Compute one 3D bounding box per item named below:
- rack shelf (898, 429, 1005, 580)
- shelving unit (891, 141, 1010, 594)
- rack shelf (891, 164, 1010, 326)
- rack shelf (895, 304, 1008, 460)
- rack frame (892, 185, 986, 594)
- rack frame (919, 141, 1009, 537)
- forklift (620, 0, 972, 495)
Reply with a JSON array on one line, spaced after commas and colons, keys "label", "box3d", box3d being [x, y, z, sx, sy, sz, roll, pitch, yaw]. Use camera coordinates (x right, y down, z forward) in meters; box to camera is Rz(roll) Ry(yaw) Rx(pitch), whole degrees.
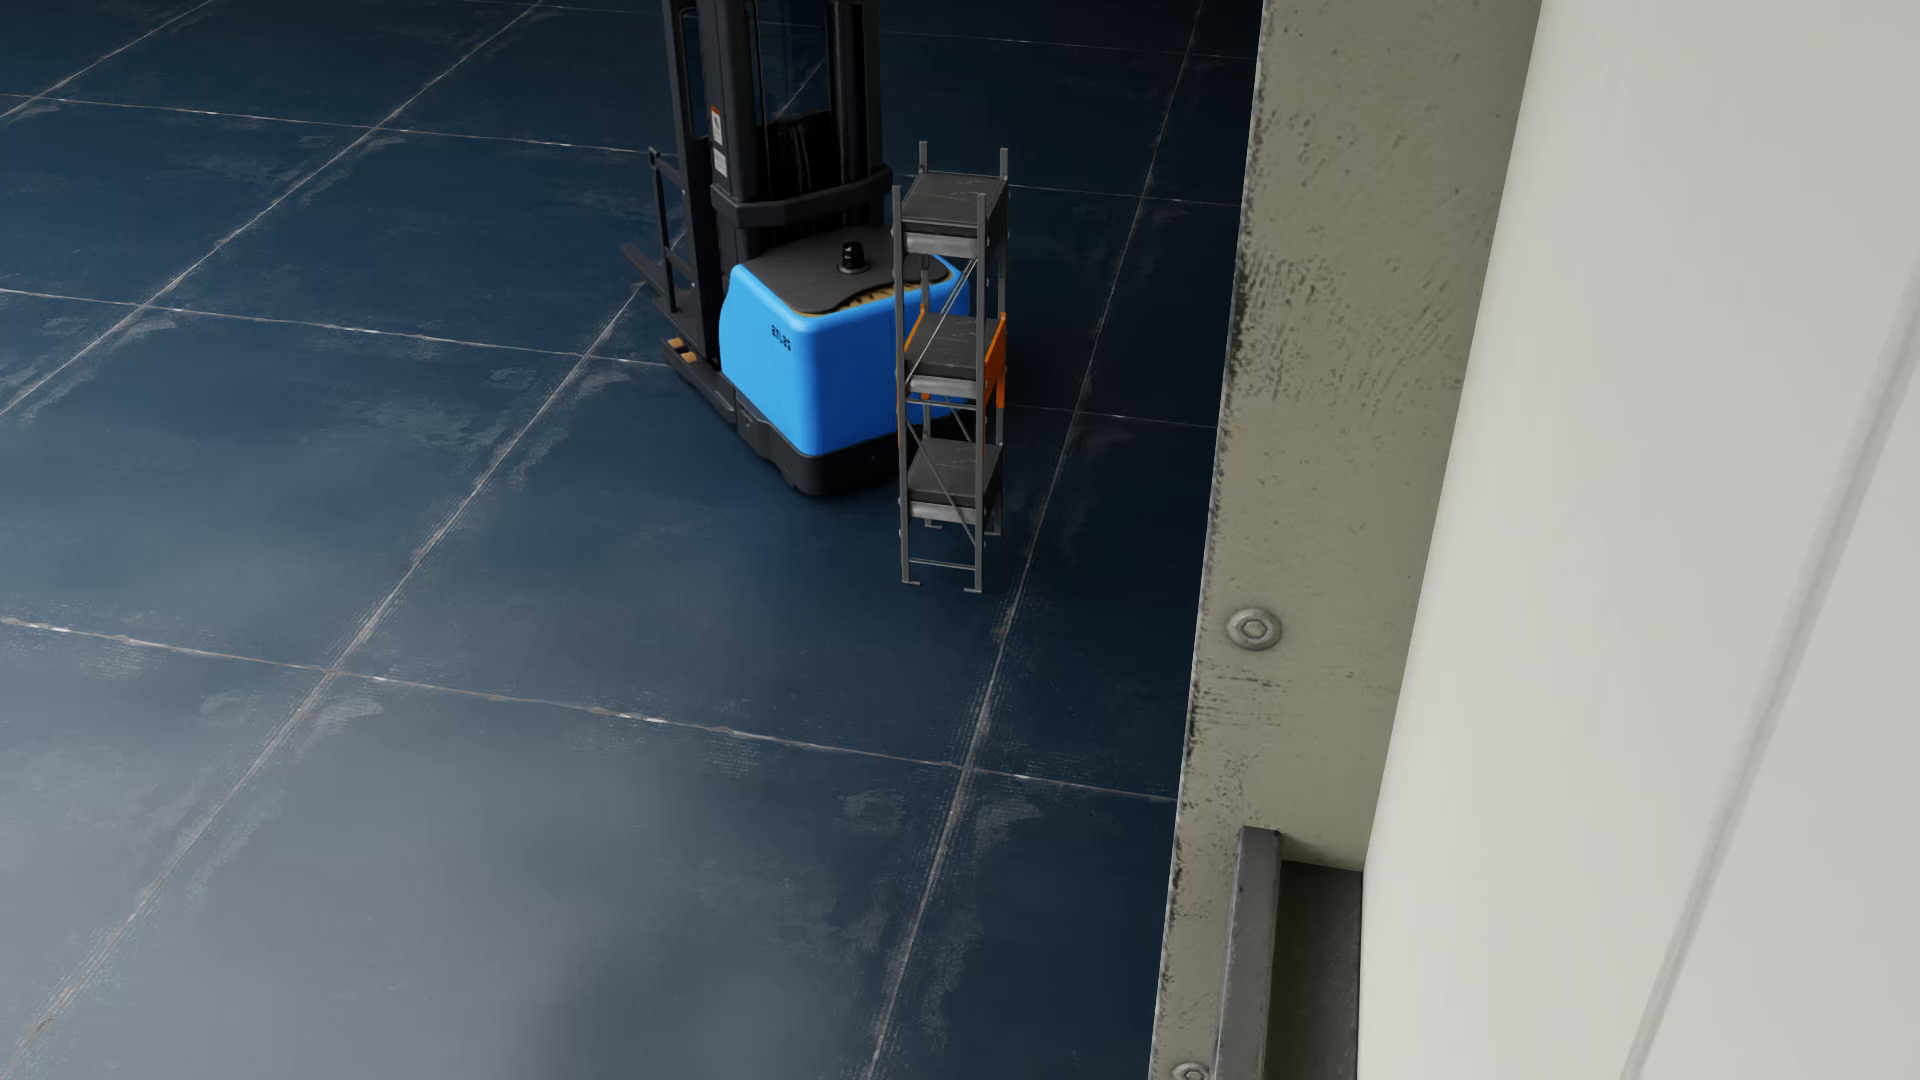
[{"label": "rack shelf", "box3d": [-0.035, -0.177, 8.192, 0.431, 0.518, 0.480, 7, 37, 10]}, {"label": "shelving unit", "box3d": [-0.035, -0.755, 7.773, 0.431, 2.100, 0.503, 7, 37, 10]}, {"label": "rack shelf", "box3d": [-0.035, -1.311, 7.370, 0.431, 0.518, 0.480, 7, 37, 10]}, {"label": "rack shelf", "box3d": [-0.035, -0.744, 7.781, 0.431, 0.518, 0.480, 7, 37, 10]}, {"label": "rack frame", "box3d": [-0.088, -0.615, 7.580, 0.400, 2.100, 0.015, 7, 37, 10]}, {"label": "rack frame", "box3d": [0.017, -0.895, 7.966, 0.400, 2.100, 0.015, 7, 37, 10]}, {"label": "forklift", "box3d": [-1.129, -2.259, 9.139, 1.130, 2.935, 3.031, -20, 40, -25]}]
